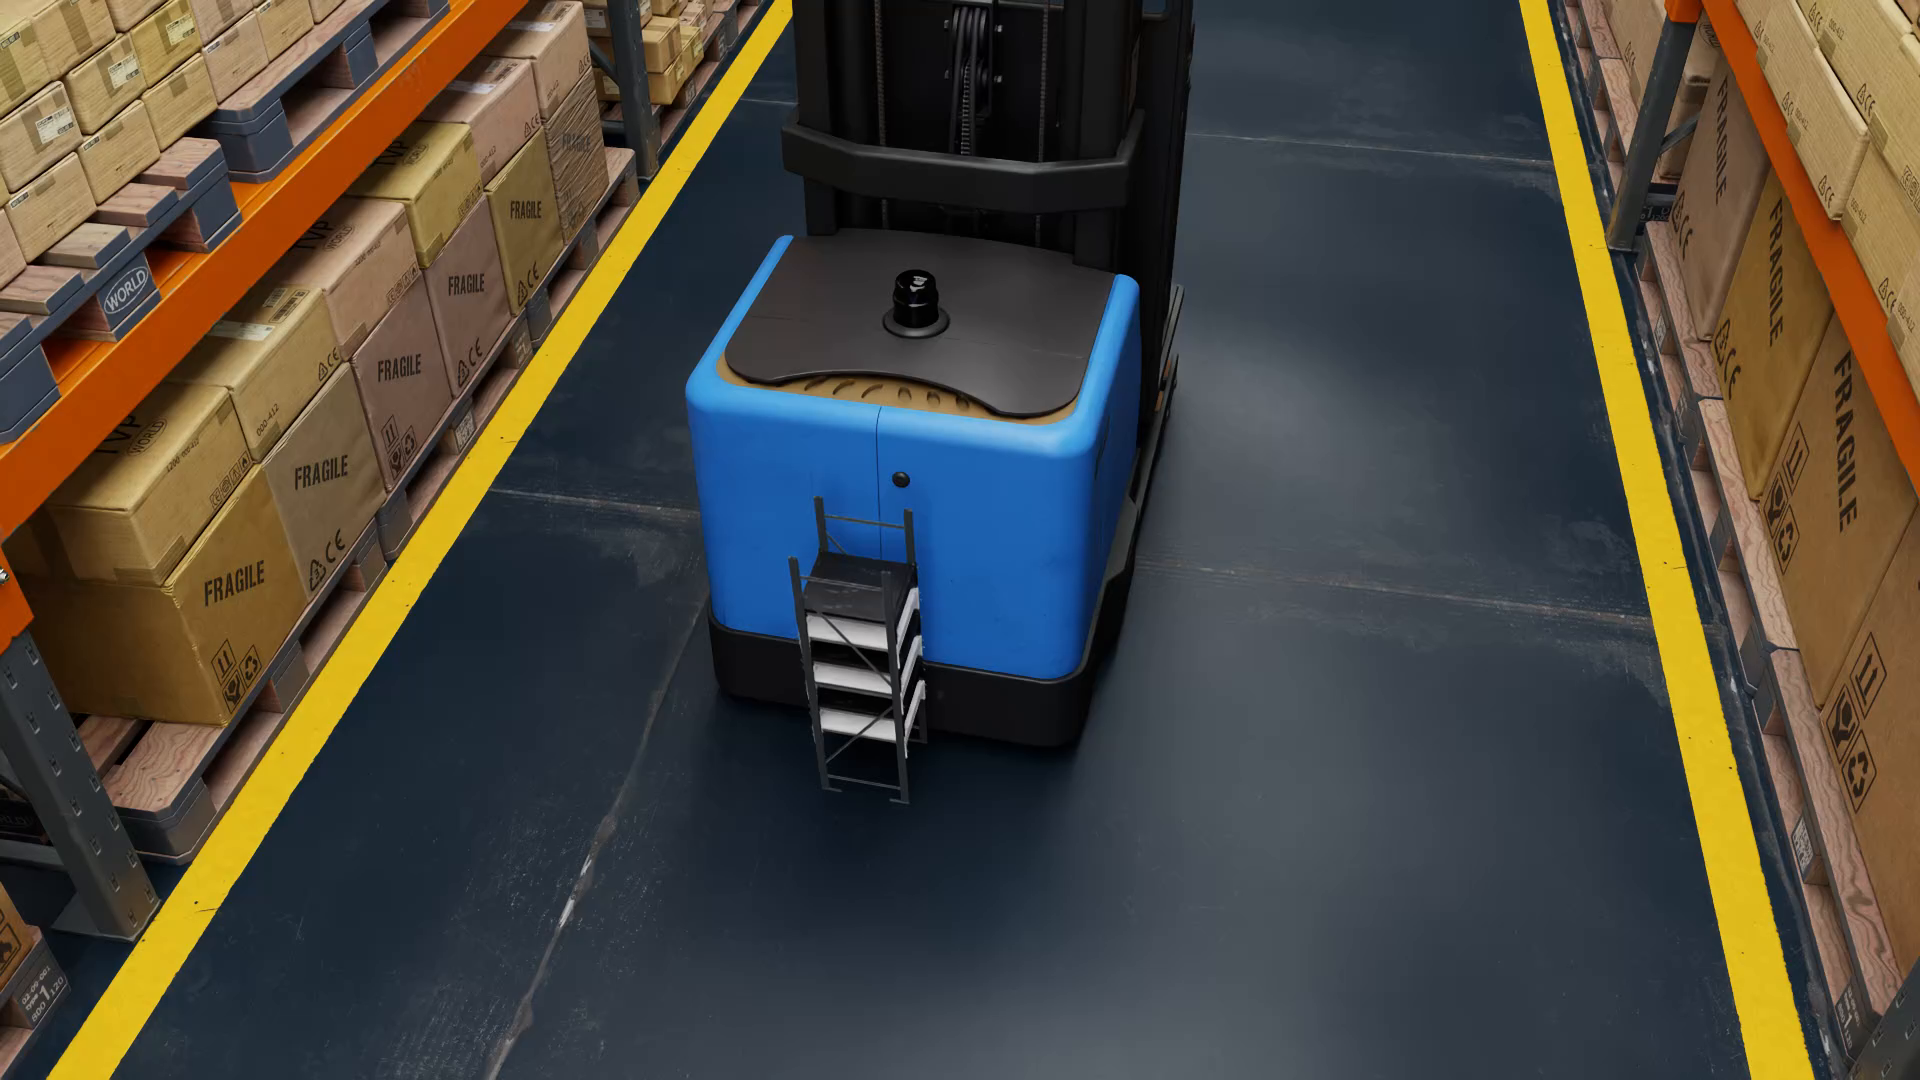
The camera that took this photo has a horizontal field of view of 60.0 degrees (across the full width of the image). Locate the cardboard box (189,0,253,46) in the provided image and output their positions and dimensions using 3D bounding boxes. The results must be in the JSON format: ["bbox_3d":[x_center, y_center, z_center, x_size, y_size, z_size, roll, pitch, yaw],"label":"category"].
[{"bbox_3d":[-2.037,-1.378,4.196,0.380,0.149,0.250,6,40,8],"label":"cardboard box"}]

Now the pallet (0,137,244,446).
[{"bbox_3d":[-2.475,-0.649,3.831,1.213,0.211,1.003,6,40,8],"label":"pallet"}]

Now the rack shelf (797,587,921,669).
[{"bbox_3d":[-0.244,0.195,4.064,0.258,0.077,0.200,8,47,10],"label":"rack shelf"}]

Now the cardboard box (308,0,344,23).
[{"bbox_3d":[-1.943,-1.583,4.678,0.380,0.149,0.250,5,40,6],"label":"cardboard box"}]

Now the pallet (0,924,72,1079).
[{"bbox_3d":[-2.704,1.297,3.515,1.003,0.211,1.213,6,40,8],"label":"pallet"}]

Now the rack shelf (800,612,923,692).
[{"bbox_3d":[-0.242,0.258,4.129,0.258,0.077,0.200,8,47,10],"label":"rack shelf"}]

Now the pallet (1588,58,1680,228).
[{"bbox_3d":[3.300,-1.686,7.123,1.003,0.211,1.213,6,40,8],"label":"pallet"}]

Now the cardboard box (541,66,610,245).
[{"bbox_3d":[-1.681,-1.480,6.319,0.500,0.500,0.500,6,40,7],"label":"cardboard box"}]

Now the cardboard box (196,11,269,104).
[{"bbox_3d":[-2.035,-1.262,4.290,0.380,0.149,0.250,8,40,9],"label":"cardboard box"}]

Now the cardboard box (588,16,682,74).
[{"bbox_3d":[-1.423,-2.144,7.164,0.380,0.149,0.250,8,40,10],"label":"cardboard box"}]

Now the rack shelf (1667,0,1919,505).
[{"bbox_3d":[2.746,-0.759,4.379,1.077,0.370,4.000,6,40,8],"label":"rack shelf"}]

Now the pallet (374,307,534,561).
[{"bbox_3d":[-2.143,-0.443,5.620,1.003,0.211,1.213,6,40,8],"label":"pallet"}]

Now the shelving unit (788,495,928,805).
[{"bbox_3d":[-0.240,0.297,4.170,0.258,0.900,0.210,8,47,10],"label":"shelving unit"}]

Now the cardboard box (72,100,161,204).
[{"bbox_3d":[-2.124,-0.925,3.883,0.380,0.149,0.250,8,40,10],"label":"cardboard box"}]

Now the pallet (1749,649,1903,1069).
[{"bbox_3d":[2.610,0.807,4.109,1.003,0.211,1.213,6,40,8],"label":"pallet"}]

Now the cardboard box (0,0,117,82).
[{"bbox_3d":[-2.132,-1.149,3.687,0.380,0.149,0.250,6,40,7],"label":"cardboard box"}]

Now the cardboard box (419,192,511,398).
[{"bbox_3d":[-1.863,-0.837,5.541,0.500,0.500,0.500,6,40,7],"label":"cardboard box"}]

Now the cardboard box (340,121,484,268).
[{"bbox_3d":[-1.860,-1.112,5.285,0.500,0.250,0.500,5,40,6],"label":"cardboard box"}]

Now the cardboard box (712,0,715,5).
[{"bbox_3d":[-1.377,-2.697,8.065,0.380,0.149,0.250,5,40,6],"label":"cardboard box"}]

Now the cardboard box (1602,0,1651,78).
[{"bbox_3d":[3.461,-2.410,7.493,0.875,0.438,0.875,5,40,6],"label":"cardboard box"}]

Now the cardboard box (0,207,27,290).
[{"bbox_3d":[-2.217,-0.588,3.474,0.380,0.149,0.250,6,40,7],"label":"cardboard box"}]

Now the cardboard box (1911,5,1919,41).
[{"bbox_3d":[2.405,-1.193,3.475,0.500,0.500,0.500,6,40,8],"label":"cardboard box"}]

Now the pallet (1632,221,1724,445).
[{"bbox_3d":[3.033,-0.725,5.961,1.003,0.211,1.213,6,40,8],"label":"pallet"}]

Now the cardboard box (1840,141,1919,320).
[{"bbox_3d":[2.407,-0.706,3.868,0.500,0.250,0.500,6,40,7],"label":"cardboard box"}]

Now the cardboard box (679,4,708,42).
[{"bbox_3d":[-1.384,-2.359,7.657,0.380,0.149,0.250,6,40,7],"label":"cardboard box"}]

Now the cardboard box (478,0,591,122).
[{"bbox_3d":[-1.681,-1.766,6.076,0.500,0.250,0.500,5,40,6],"label":"cardboard box"}]

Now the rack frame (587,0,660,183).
[{"bbox_3d":[-1.801,-2.774,6.251,1.000,3.000,0.127,6,40,8],"label":"rack frame"}]

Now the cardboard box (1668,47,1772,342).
[{"bbox_3d":[3.063,-1.237,5.730,0.875,0.875,0.875,8,40,9],"label":"cardboard box"}]

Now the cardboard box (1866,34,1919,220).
[{"bbox_3d":[2.387,-0.894,3.703,0.500,0.250,0.500,5,40,7],"label":"cardboard box"}]

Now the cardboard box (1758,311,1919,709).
[{"bbox_3d":[2.759,-0.108,4.365,0.875,0.875,0.875,7,40,8],"label":"cardboard box"}]

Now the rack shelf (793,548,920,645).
[{"bbox_3d":[-0.246,0.133,3.999,0.258,0.077,0.200,8,47,10],"label":"rack shelf"}]

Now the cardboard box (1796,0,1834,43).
[{"bbox_3d":[2.562,-1.538,4.481,0.500,0.250,0.500,7,40,8],"label":"cardboard box"}]

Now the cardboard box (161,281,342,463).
[{"bbox_3d":[-2.048,-0.476,4.515,0.500,0.250,0.500,6,40,7],"label":"cardboard box"}]

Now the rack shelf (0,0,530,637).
[{"bbox_3d":[-2.147,-1.242,4.963,1.077,0.370,4.000,6,40,8],"label":"rack shelf"}]

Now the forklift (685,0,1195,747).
[{"bbox_3d":[0.143,-1.520,4.788,1.130,2.935,3.031,8,40,10],"label":"forklift"}]

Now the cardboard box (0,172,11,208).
[{"bbox_3d":[-2.212,-0.725,3.407,0.380,0.149,0.250,8,40,10],"label":"cardboard box"}]

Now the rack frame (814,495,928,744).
[{"bbox_3d":[-0.217,0.225,4.238,0.240,0.900,0.006,8,47,10],"label":"rack frame"}]

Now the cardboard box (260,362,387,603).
[{"bbox_3d":[-2.036,-0.194,4.763,0.500,0.500,0.500,7,40,8],"label":"cardboard box"}]

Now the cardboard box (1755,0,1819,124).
[{"bbox_3d":[2.563,-1.342,4.637,0.500,0.250,0.500,6,40,7],"label":"cardboard box"}]

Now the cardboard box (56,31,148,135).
[{"bbox_3d":[-2.124,-1.063,3.816,0.380,0.149,0.250,5,40,6],"label":"cardboard box"}]

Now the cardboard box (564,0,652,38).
[{"bbox_3d":[-1.537,-2.260,7.070,0.380,0.149,0.250,8,40,9],"label":"cardboard box"}]

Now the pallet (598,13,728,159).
[{"bbox_3d":[-1.720,-2.125,7.655,1.003,0.211,1.213,6,40,8],"label":"pallet"}]

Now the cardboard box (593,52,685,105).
[{"bbox_3d":[-1.422,-2.030,7.260,0.380,0.149,0.250,5,40,6],"label":"cardboard box"}]

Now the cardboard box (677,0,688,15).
[{"bbox_3d":[-1.461,-2.470,7.558,0.380,0.149,0.250,6,40,7],"label":"cardboard box"}]
